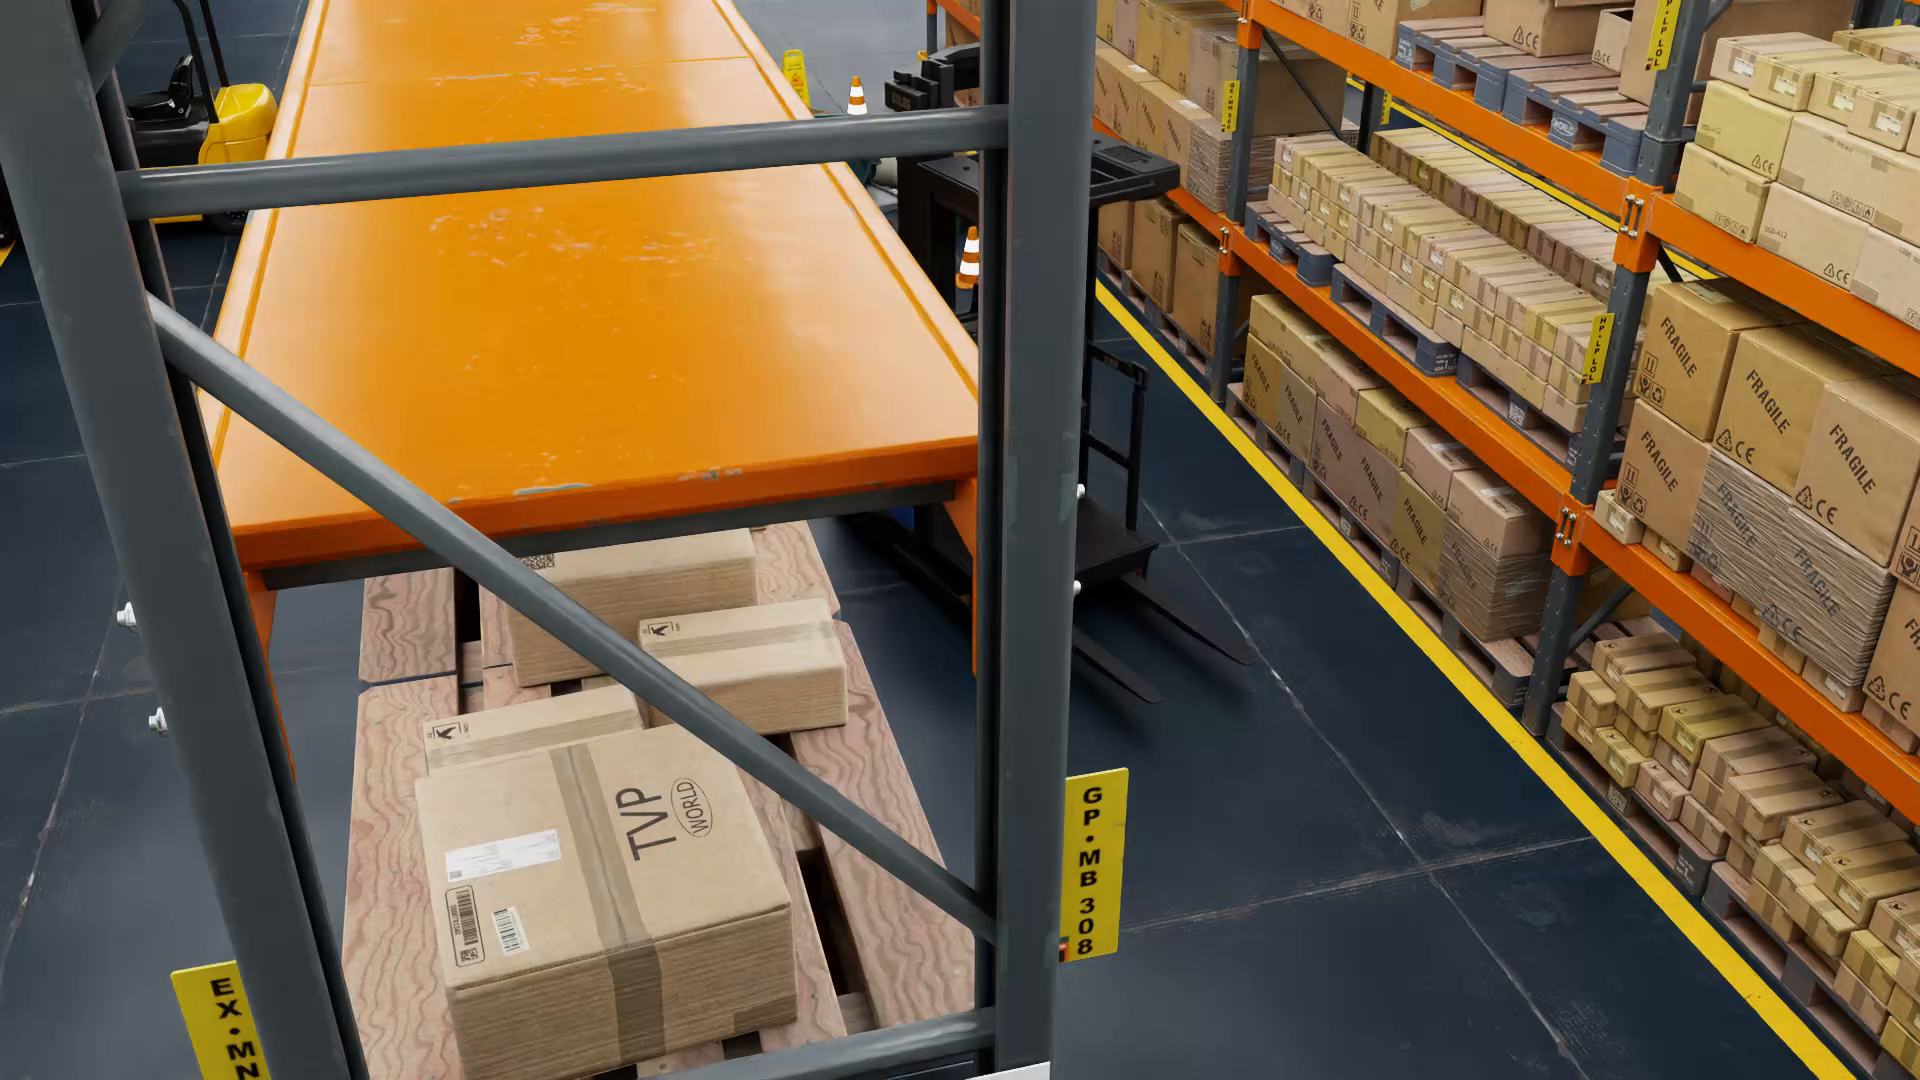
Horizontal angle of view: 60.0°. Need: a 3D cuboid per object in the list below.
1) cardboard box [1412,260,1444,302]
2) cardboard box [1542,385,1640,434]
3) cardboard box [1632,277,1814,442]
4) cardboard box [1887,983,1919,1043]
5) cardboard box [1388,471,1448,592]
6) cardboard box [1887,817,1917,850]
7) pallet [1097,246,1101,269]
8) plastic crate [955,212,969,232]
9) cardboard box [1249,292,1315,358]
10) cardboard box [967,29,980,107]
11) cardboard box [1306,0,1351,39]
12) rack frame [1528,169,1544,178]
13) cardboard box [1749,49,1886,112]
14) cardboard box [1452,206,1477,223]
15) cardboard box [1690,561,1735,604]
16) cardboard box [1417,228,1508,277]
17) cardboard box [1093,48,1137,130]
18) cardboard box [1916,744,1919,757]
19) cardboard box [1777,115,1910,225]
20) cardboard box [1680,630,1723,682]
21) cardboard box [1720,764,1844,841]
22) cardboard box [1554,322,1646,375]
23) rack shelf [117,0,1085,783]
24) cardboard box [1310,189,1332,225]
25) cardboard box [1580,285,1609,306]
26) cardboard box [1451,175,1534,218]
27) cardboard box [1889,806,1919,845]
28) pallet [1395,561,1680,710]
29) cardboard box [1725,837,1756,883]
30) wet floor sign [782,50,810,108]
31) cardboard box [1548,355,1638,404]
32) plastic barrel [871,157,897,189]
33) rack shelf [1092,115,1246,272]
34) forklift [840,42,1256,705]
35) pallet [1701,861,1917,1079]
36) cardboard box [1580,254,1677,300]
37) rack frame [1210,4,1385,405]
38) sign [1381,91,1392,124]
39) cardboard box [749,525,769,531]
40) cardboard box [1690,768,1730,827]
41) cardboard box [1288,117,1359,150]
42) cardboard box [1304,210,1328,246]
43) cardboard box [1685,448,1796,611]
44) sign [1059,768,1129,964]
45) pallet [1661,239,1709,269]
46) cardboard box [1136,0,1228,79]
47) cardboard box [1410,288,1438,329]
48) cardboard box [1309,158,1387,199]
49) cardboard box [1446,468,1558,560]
[{"bbox_3d":[2.672,-1.412,8.962,0.380,0.149,0.250,-8,31,-13],"label":"cardboard box"},{"bbox_3d":[3.025,-0.647,7.936,0.380,0.149,0.250,-9,31,-14],"label":"cardboard box"},{"bbox_3d":[3.206,-0.763,6.910,0.500,0.500,0.500,-7,31,-12],"label":"cardboard box"},{"bbox_3d":[3.678,1.731,6.127,0.380,0.149,0.250,-7,31,-13],"label":"cardboard box"},{"bbox_3d":[2.746,-0.080,9.202,0.500,0.500,0.500,-9,31,-14],"label":"cardboard box"},{"bbox_3d":[3.994,1.267,6.927,0.380,0.149,0.250,-9,31,-16],"label":"cardboard box"},{"bbox_3d":[1.475,-2.703,14.440,1.003,0.211,1.213,-8,31,-13],"label":"pallet"},{"bbox_3d":[-0.111,-2.990,14.902,0.450,0.188,0.662,16,32,7],"label":"plastic crate"},{"bbox_3d":[2.209,-1.400,10.733,0.500,0.250,0.500,-9,31,-16],"label":"cardboard box"},{"bbox_3d":[0.616,-4.723,16.849,0.875,0.875,0.875,-8,31,-14],"label":"cardboard box"},{"bbox_3d":[2.294,-3.130,9.301,0.500,0.500,0.500,-8,31,-13],"label":"cardboard box"},{"bbox_3d":[6.007,-4.883,15.423,1.000,3.000,0.127,-8,31,-13],"label":"rack frame"},{"bbox_3d":[3.205,-1.722,6.220,0.380,0.149,0.250,-9,31,-15],"label":"cardboard box"},{"bbox_3d":[3.104,-1.867,9.748,0.380,0.149,0.250,-8,31,-14],"label":"cardboard box"},{"bbox_3d":[3.343,0.117,7.035,0.380,0.149,0.250,-9,31,-15],"label":"cardboard box"},{"bbox_3d":[2.681,-1.537,8.879,0.380,0.149,0.250,-9,31,-16],"label":"cardboard box"},{"bbox_3d":[1.343,-3.540,13.004,0.500,0.500,0.500,-8,31,-14],"label":"cardboard box"},{"bbox_3d":[3.681,0.752,5.938,0.380,0.149,0.250,-7,31,-12],"label":"cardboard box"},{"bbox_3d":[3.345,-1.353,5.980,0.500,0.250,0.500,-8,31,-13],"label":"cardboard box"},{"bbox_3d":[3.667,0.523,7.916,0.380,0.149,0.250,-7,31,-12],"label":"cardboard box"},{"bbox_3d":[3.424,1.093,6.931,0.380,0.149,0.250,-7,31,-12],"label":"cardboard box"},{"bbox_3d":[3.027,-0.907,7.791,0.380,0.149,0.250,-6,31,-11],"label":"cardboard box"},{"bbox_3d":[-0.893,-0.848,3.580,1.077,0.370,4.000,-8,31,-13],"label":"rack shelf"},{"bbox_3d":[2.342,-2.023,10.016,0.380,0.149,0.250,-9,31,-15],"label":"cardboard box"},{"bbox_3d":[3.451,-1.237,8.658,0.380,0.149,0.250,-9,31,-15],"label":"cardboard box"},{"bbox_3d":[3.099,-2.001,9.682,0.380,0.149,0.250,-8,31,-13],"label":"cardboard box"},{"bbox_3d":[4.084,1.143,6.844,0.380,0.149,0.250,-9,31,-15],"label":"cardboard box"},{"bbox_3d":[3.113,0.422,9.041,1.003,0.211,1.213,-8,31,-13],"label":"pallet"},{"bbox_3d":[3.516,1.345,7.090,0.380,0.149,0.250,-9,31,-15],"label":"cardboard box"},{"bbox_3d":[-1.780,-4.936,17.865,0.267,0.644,0.232,-13,33,-22],"label":"wet floor sign"},{"bbox_3d":[3.025,-0.776,7.863,0.380,0.149,0.250,-7,31,-12],"label":"cardboard box"},{"bbox_3d":[-0.582,-3.501,15.608,0.512,0.421,0.421,13,32,21],"label":"plastic barrel"},{"bbox_3d":[1.729,-2.995,12.880,1.077,0.370,4.000,-8,31,-13],"label":"rack shelf"},{"bbox_3d":[0.402,-0.997,8.778,1.130,2.935,3.031,-18,35,-28],"label":"forklift"},{"bbox_3d":[3.861,1.708,6.819,1.003,0.211,1.213,-8,31,-13],"label":"pallet"},{"bbox_3d":[3.451,-1.369,8.590,0.380,0.149,0.250,-8,31,-14],"label":"cardboard box"},{"bbox_3d":[2.260,-2.341,11.030,1.000,3.000,0.127,-8,31,-13],"label":"rack frame"},{"bbox_3d":[2.780,-2.884,10.893,0.100,0.325,0.005,-8,31,-13],"label":"sign"},{"bbox_3d":[-0.753,-0.330,3.943,0.500,0.500,0.500,-7,31,-12],"label":"cardboard box"},{"bbox_3d":[3.431,1.086,7.240,0.380,0.149,0.250,-9,31,-16],"label":"cardboard box"},{"bbox_3d":[2.401,-2.637,11.442,0.500,0.500,0.500,-8,31,-13],"label":"cardboard box"},{"bbox_3d":[2.327,-1.911,10.119,0.380,0.149,0.250,-6,31,-11],"label":"cardboard box"},{"bbox_3d":[3.348,-0.070,6.711,0.500,0.500,0.500,-8,31,-13],"label":"cardboard box"},{"bbox_3d":[0.174,0.449,2.266,0.100,0.325,0.005,-8,31,-13],"label":"sign"},{"bbox_3d":[6.542,-2.710,14.453,1.003,0.211,1.213,-8,31,-13],"label":"pallet"},{"bbox_3d":[1.740,-3.773,12.408,0.700,0.500,0.500,-8,31,-14],"label":"cardboard box"},{"bbox_3d":[2.676,-1.276,9.023,0.380,0.149,0.250,-7,31,-11],"label":"cardboard box"},{"bbox_3d":[2.330,-2.174,9.980,0.380,0.149,0.250,-8,31,-14],"label":"cardboard box"},{"bbox_3d":[2.880,-0.159,8.589,0.500,0.250,0.500,-9,31,-15],"label":"cardboard box"}]
